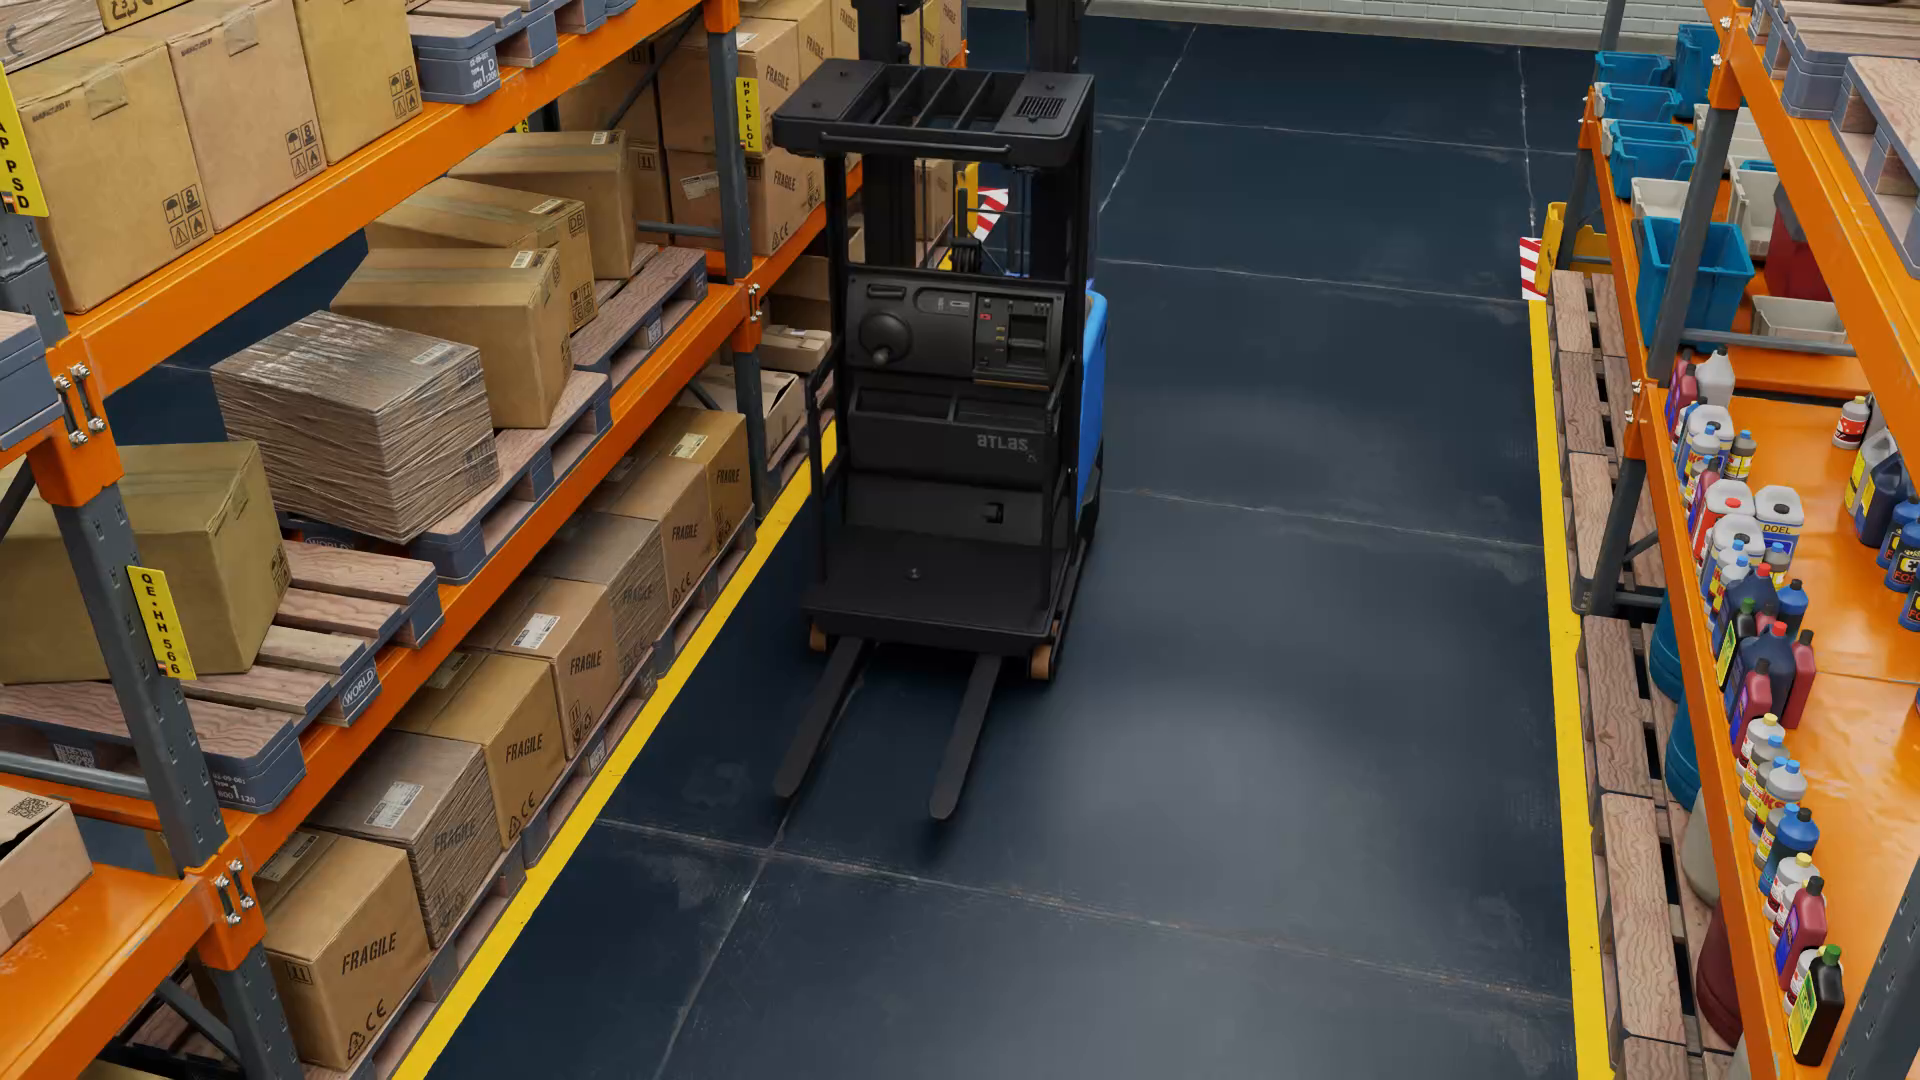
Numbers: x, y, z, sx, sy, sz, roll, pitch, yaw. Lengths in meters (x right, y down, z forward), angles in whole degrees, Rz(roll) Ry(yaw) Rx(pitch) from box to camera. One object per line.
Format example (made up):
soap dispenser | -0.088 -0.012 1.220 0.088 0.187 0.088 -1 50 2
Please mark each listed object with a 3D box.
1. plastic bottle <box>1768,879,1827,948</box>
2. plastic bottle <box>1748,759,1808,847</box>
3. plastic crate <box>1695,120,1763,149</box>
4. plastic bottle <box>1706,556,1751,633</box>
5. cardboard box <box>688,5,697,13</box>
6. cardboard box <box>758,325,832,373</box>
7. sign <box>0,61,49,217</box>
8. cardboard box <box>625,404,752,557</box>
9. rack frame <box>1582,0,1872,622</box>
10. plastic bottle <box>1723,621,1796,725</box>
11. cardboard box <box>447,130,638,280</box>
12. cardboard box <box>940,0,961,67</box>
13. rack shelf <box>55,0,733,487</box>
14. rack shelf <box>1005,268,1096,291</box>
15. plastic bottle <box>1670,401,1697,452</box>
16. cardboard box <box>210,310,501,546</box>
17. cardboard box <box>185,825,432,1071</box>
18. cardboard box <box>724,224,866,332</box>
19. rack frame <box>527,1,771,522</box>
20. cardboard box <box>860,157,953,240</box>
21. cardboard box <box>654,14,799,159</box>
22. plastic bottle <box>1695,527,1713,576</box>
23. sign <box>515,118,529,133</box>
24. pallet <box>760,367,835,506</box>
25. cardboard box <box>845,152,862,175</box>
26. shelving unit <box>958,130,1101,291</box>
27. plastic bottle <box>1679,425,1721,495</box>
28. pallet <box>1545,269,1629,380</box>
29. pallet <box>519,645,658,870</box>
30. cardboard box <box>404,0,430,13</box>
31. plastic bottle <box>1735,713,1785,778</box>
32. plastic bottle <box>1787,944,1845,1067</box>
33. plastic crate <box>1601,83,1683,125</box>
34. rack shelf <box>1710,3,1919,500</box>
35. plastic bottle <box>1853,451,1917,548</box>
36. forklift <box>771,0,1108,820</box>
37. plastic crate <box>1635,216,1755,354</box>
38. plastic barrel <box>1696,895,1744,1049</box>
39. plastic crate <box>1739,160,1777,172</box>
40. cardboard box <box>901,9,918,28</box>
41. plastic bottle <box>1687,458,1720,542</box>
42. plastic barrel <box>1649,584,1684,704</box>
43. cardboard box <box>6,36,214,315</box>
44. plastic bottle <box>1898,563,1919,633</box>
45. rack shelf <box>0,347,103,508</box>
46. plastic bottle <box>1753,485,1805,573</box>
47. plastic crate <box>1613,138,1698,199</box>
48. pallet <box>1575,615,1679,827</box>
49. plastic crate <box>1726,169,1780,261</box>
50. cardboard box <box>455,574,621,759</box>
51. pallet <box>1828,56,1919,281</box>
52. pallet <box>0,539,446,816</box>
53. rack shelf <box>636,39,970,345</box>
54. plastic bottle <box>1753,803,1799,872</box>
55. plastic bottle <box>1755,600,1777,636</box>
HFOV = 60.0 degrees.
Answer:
plastic bottle | 2.105 0.936 4.167 0.097 0.201 0.097 0 32 0
plastic bottle | 2.203 0.704 4.466 0.097 0.271 0.097 0 32 0
plastic crate | 4.220 -2.172 9.061 0.396 0.136 0.243 8 33 12
plastic bottle | 2.464 0.172 5.304 0.097 0.271 0.097 0 32 0
cardboard box | -1.461 -2.483 8.335 0.500 0.500 0.500 7 33 11
cardboard box | -0.940 -1.084 9.390 0.380 0.166 0.250 8 33 12
sign | -1.946 -0.817 3.388 0.100 0.325 0.005 8 33 12
cardboard box | -1.314 -0.291 7.831 0.500 0.500 0.500 8 33 12
rack frame | 3.324 -0.779 6.679 1.000 3.000 0.127 8 33 12
plastic bottle | 2.370 0.380 4.903 0.144 0.351 0.185 8 33 12
cardboard box | -1.803 -1.459 7.265 0.700 0.500 0.500 -3 33 -4
cardboard box | -0.301 -3.303 10.557 0.500 0.500 0.500 9 34 14
rack shelf | -1.974 -1.379 5.499 1.077 0.370 4.000 8 33 12
rack shelf | 0.373 -1.173 9.032 0.538 0.185 1.000 9 33 13
plastic bottle | 2.773 -0.431 6.317 0.097 0.201 0.097 0 32 0
cardboard box | -2.014 -0.390 5.582 0.700 0.500 0.500 14 35 21
cardboard box | -2.089 1.293 5.341 0.500 0.500 0.500 9 34 14
cardboard box | -0.994 -1.563 9.829 0.797 0.503 0.637 8 33 12
rack frame | -1.466 -1.455 7.743 1.000 3.000 0.127 8 33 12
cardboard box | -0.351 -2.346 11.064 0.500 0.500 0.500 8 33 12
cardboard box | -1.074 -2.125 7.772 0.500 0.500 0.500 9 34 14
plastic bottle | 2.547 0.030 5.591 0.097 0.201 0.097 0 32 0
sign | -1.993 -1.890 7.621 0.100 0.325 0.005 8 33 12
pallet | -1.291 -0.634 9.051 1.003 0.211 1.213 8 33 12
cardboard box | -0.817 -2.250 8.900 0.500 0.500 0.500 8 33 12
shelving unit | 0.373 -1.324 8.935 0.538 1.500 1.048 9 33 13
plastic bottle | 2.689 -0.290 6.030 0.097 0.271 0.097 0 32 0
pallet | 4.093 -1.255 10.027 1.003 0.211 1.213 8 33 12
pallet | -1.943 0.784 6.820 1.003 0.211 1.213 8 33 12
cardboard box | -2.001 -2.039 5.287 0.600 0.600 0.600 7 33 10
plastic bottle | 2.278 0.582 4.724 0.097 0.201 0.097 0 32 0
plastic bottle | 1.999 1.078 3.867 0.061 0.283 0.133 8 33 12
plastic crate | 3.791 -2.384 9.305 0.416 0.233 0.300 8 33 12
rack shelf | 2.817 -0.703 4.435 1.077 0.370 4.000 8 33 12
plastic bottle | 3.221 -0.160 5.752 0.144 0.351 0.185 8 33 12
forklift | -0.068 -0.840 6.839 1.130 2.935 3.031 6 33 10
plastic crate | 3.113 -1.086 7.121 0.392 0.384 0.575 8 33 12
plastic barrel | 2.703 1.295 5.273 0.600 0.588 0.708 8 33 12
plastic crate | 4.066 -1.708 8.242 0.416 0.233 0.300 8 33 12
cardboard box | -0.552 -3.195 9.454 0.500 0.500 0.500 9 34 14
plastic bottle | 2.593 -0.136 5.777 0.061 0.283 0.133 8 33 12
plastic barrel | 3.170 0.210 6.689 0.600 0.901 0.708 8 33 12
cardboard box | -2.403 -0.918 4.010 0.910 0.500 0.500 8 33 12
plastic bottle | 3.098 0.158 5.325 0.097 0.271 0.097 0 32 0
rack shelf | -2.989 0.696 2.233 1.077 0.370 4.000 8 33 12
plastic bottle | 2.750 -0.037 5.628 0.152 0.276 0.135 8 33 12
plastic crate | 3.548 -1.887 8.522 0.416 0.233 0.300 8 33 12
pallet | 3.088 0.793 6.806 1.003 0.211 1.213 8 33 12
plastic crate | 3.890 -1.521 7.902 0.437 0.282 0.530 8 33 12
cardboard box | -1.702 0.489 6.605 0.500 0.500 0.500 7 33 11
pallet | 2.935 -0.956 4.338 1.003 0.211 1.213 8 33 12
pallet | -2.377 0.340 5.098 1.213 0.211 1.003 8 33 12
rack shelf | -0.958 -2.189 9.568 1.077 0.370 4.000 8 33 12
plastic bottle | 2.179 0.784 4.406 0.097 0.201 0.097 0 32 0
plastic bottle | 2.429 0.328 5.046 0.061 0.283 0.133 8 33 12
